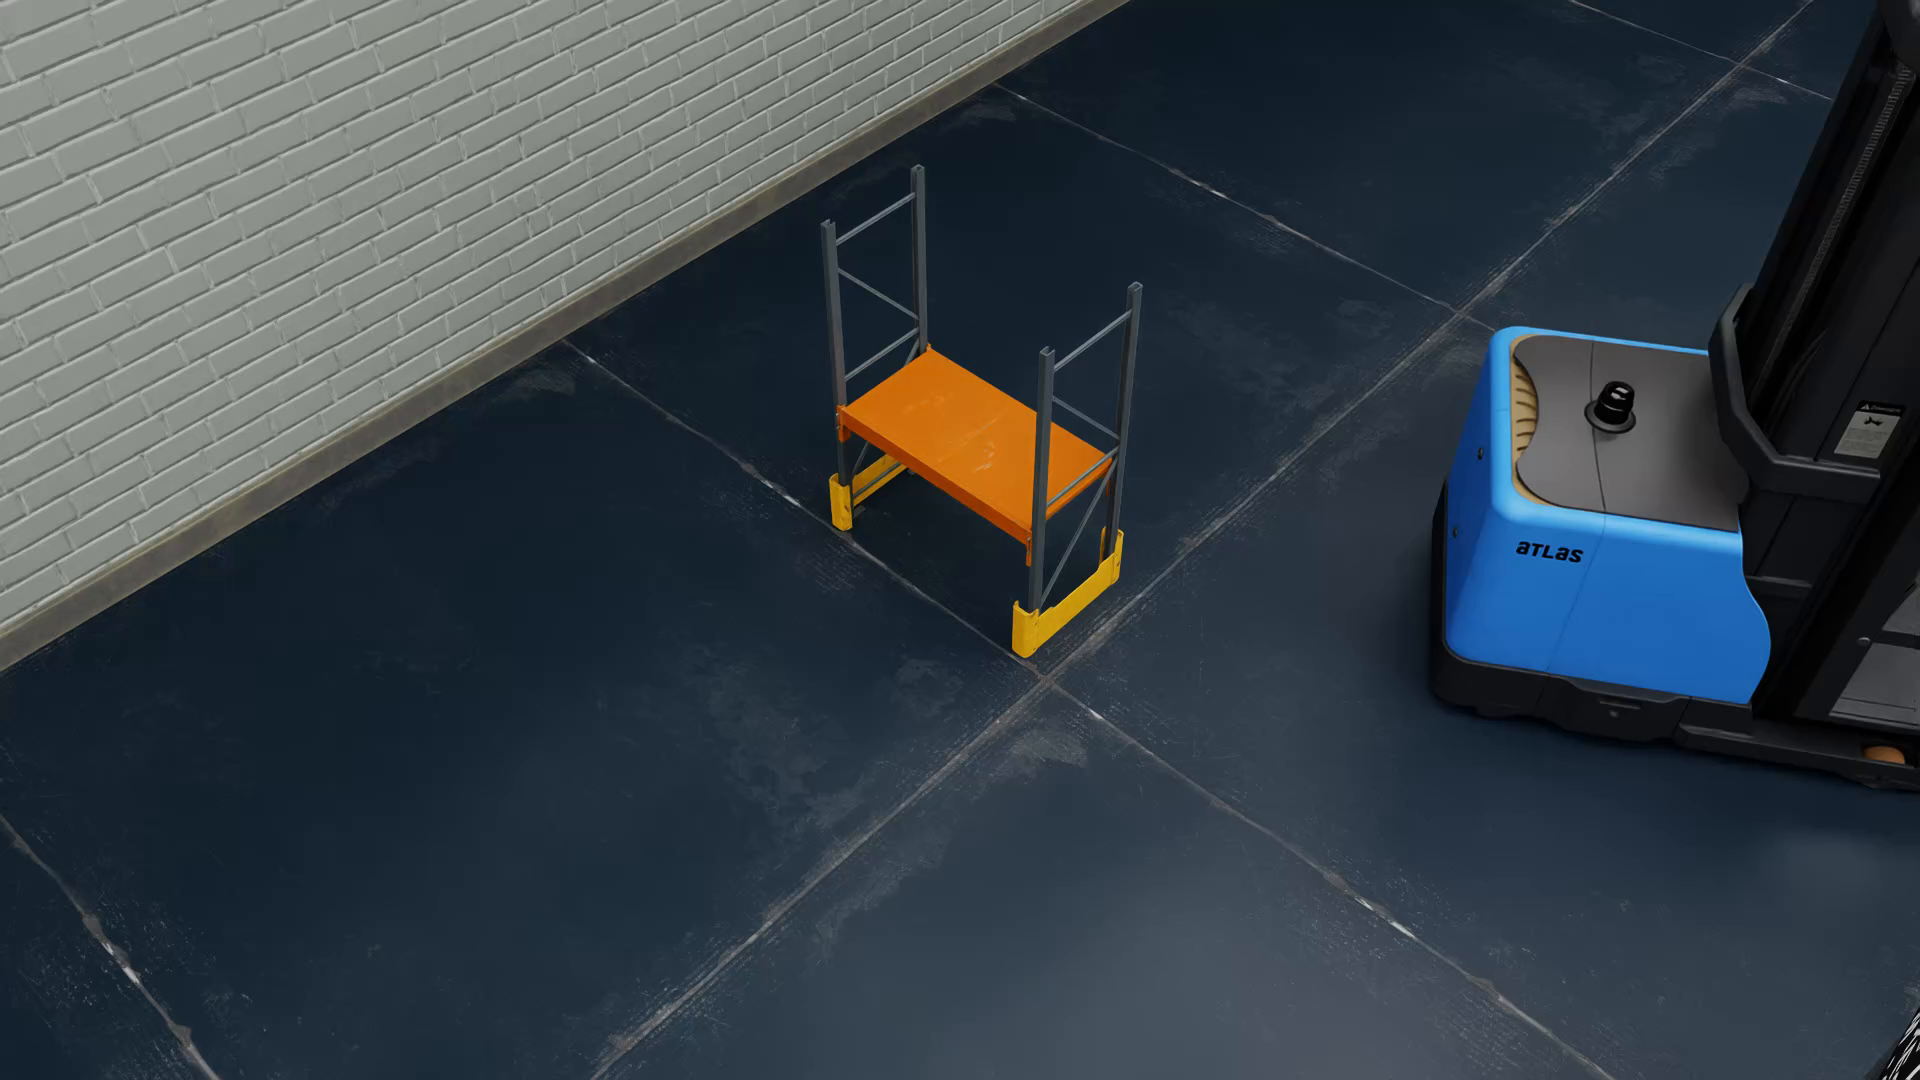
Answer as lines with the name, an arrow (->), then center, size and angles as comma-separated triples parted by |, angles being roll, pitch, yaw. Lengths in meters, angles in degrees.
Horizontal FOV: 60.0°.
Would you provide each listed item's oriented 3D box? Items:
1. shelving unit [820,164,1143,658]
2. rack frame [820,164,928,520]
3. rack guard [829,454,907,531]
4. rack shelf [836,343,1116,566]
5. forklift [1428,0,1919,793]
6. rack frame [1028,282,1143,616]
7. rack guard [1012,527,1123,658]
shelving unit -> 0.056, -0.476, 6.276 | 1.083, 1.500, 0.587 | 34, 55, 28
rack frame -> -0.311, -0.723, 6.508 | 0.032, 1.500, 0.500 | 34, 55, 28
rack guard -> -0.310, -0.294, 6.963 | 0.087, 0.250, 0.587 | 34, 55, 28
rack shelf -> 0.063, -0.348, 6.403 | 1.000, 0.185, 0.538 | 34, 55, 28
forklift -> 3.335, -0.502, 5.319 | 3.031, 2.935, 1.130 | 9, 47, 8
rack frame -> 0.436, -0.220, 6.036 | 0.032, 1.500, 0.500 | 34, 55, 28
rack guard -> 0.422, 0.198, 6.501 | 0.087, 0.250, 0.587 | 34, 55, 28
